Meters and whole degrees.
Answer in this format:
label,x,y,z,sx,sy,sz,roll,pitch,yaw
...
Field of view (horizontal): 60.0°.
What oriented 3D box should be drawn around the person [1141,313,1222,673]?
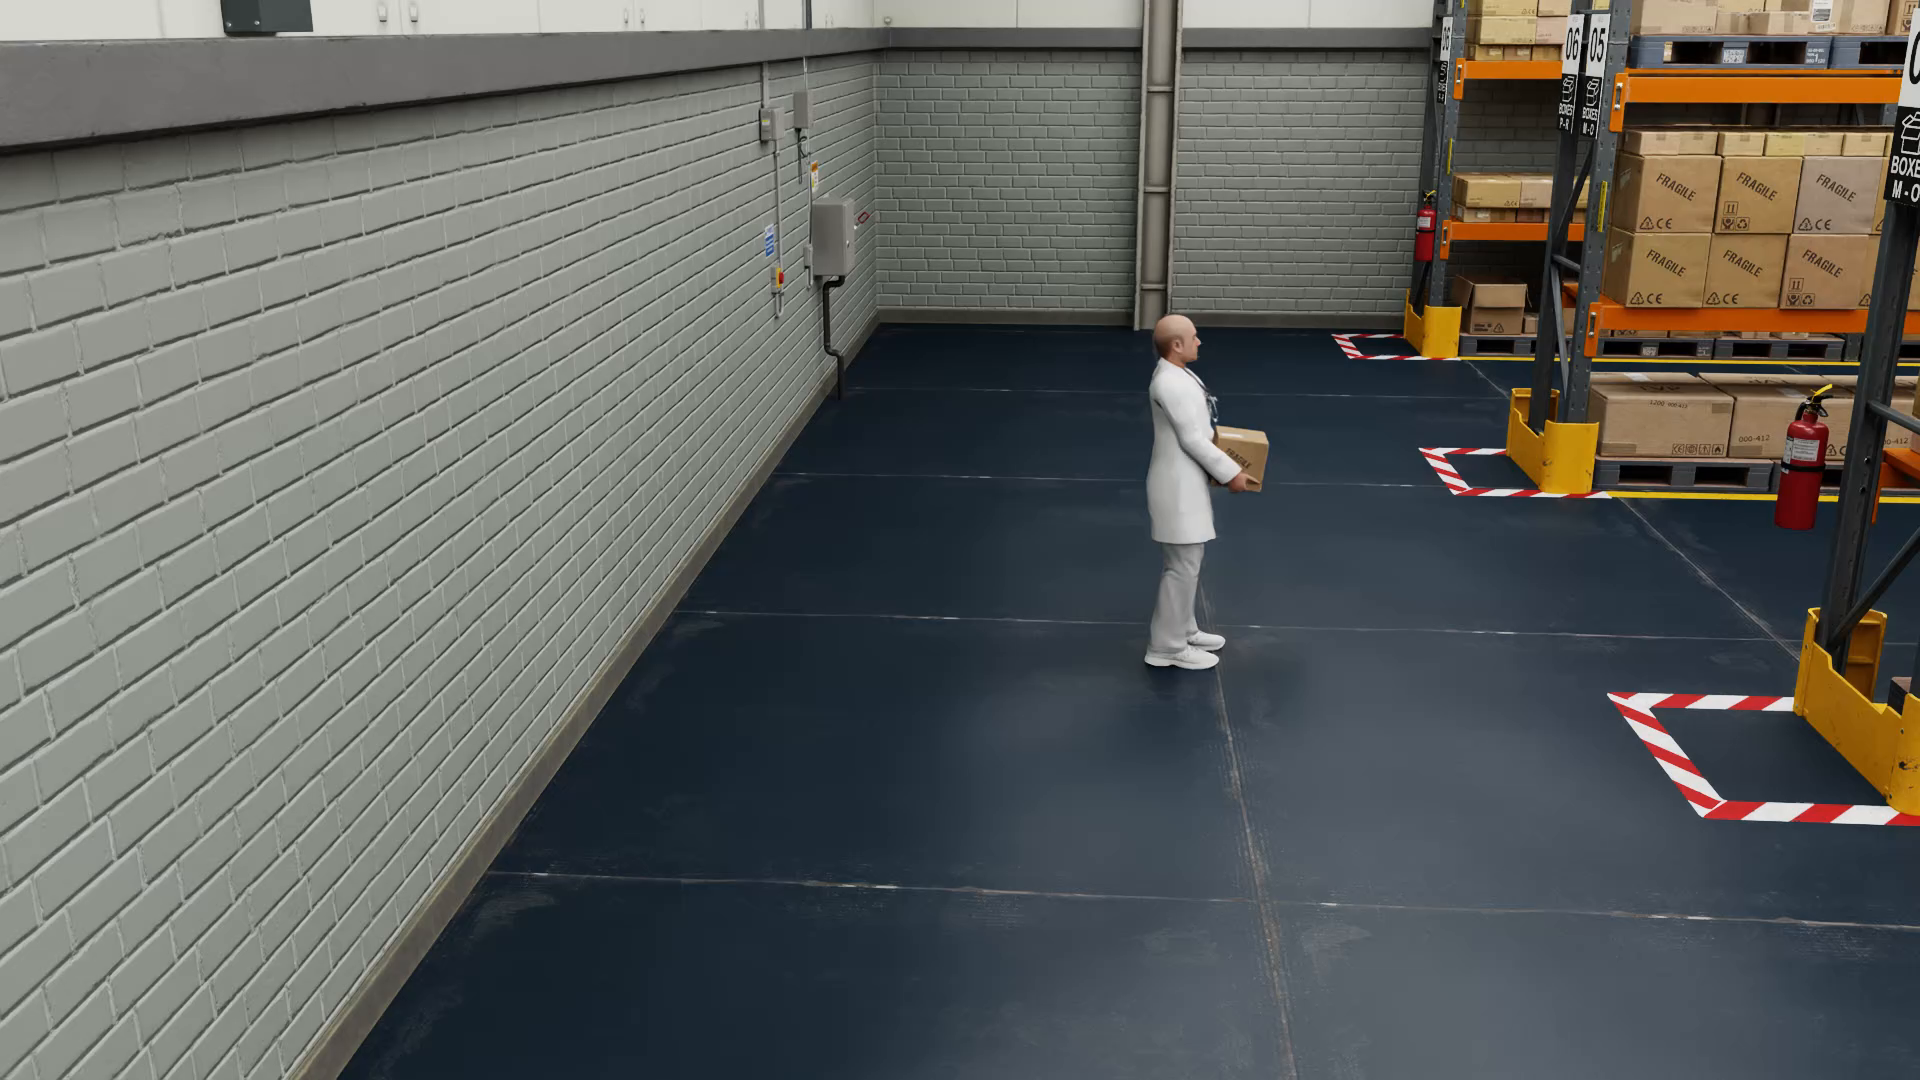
label,x,y,z,sx,sy,sz,roll,pitch,yaw
person,1.119,-0.254,8.382,0.424,1.779,0.587,1,17,3
